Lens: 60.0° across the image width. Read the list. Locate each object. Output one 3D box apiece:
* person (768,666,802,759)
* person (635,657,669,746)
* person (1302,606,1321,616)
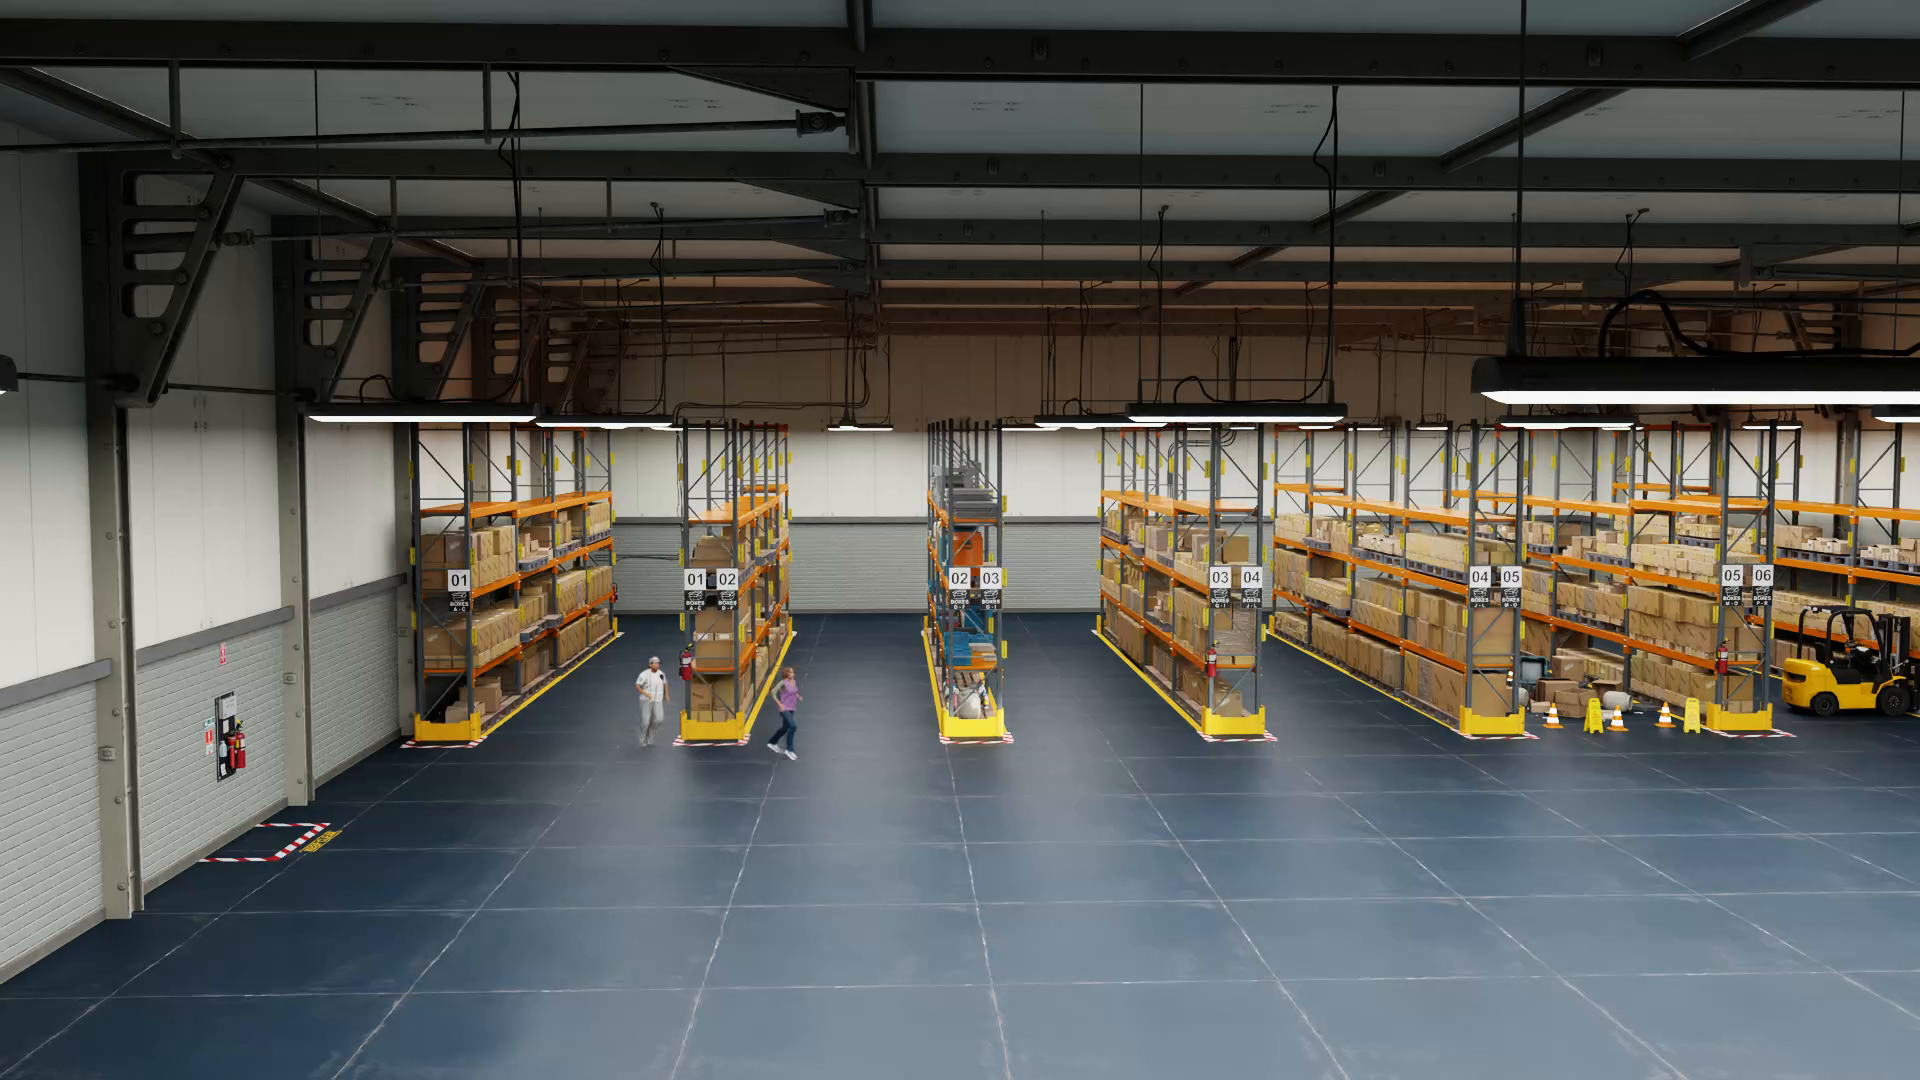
[{"bbox_3d":[-3.109,3.048,29.448,0.675,1.650,0.557,2,4,25],"label":"person"},{"bbox_3d":[-5.610,2.960,30.469,0.679,1.627,0.554,-2,4,-32],"label":"person"},{"bbox_3d":[10.304,1.751,49.069,0.662,1.711,0.792,-3,5,-41],"label":"person"}]
